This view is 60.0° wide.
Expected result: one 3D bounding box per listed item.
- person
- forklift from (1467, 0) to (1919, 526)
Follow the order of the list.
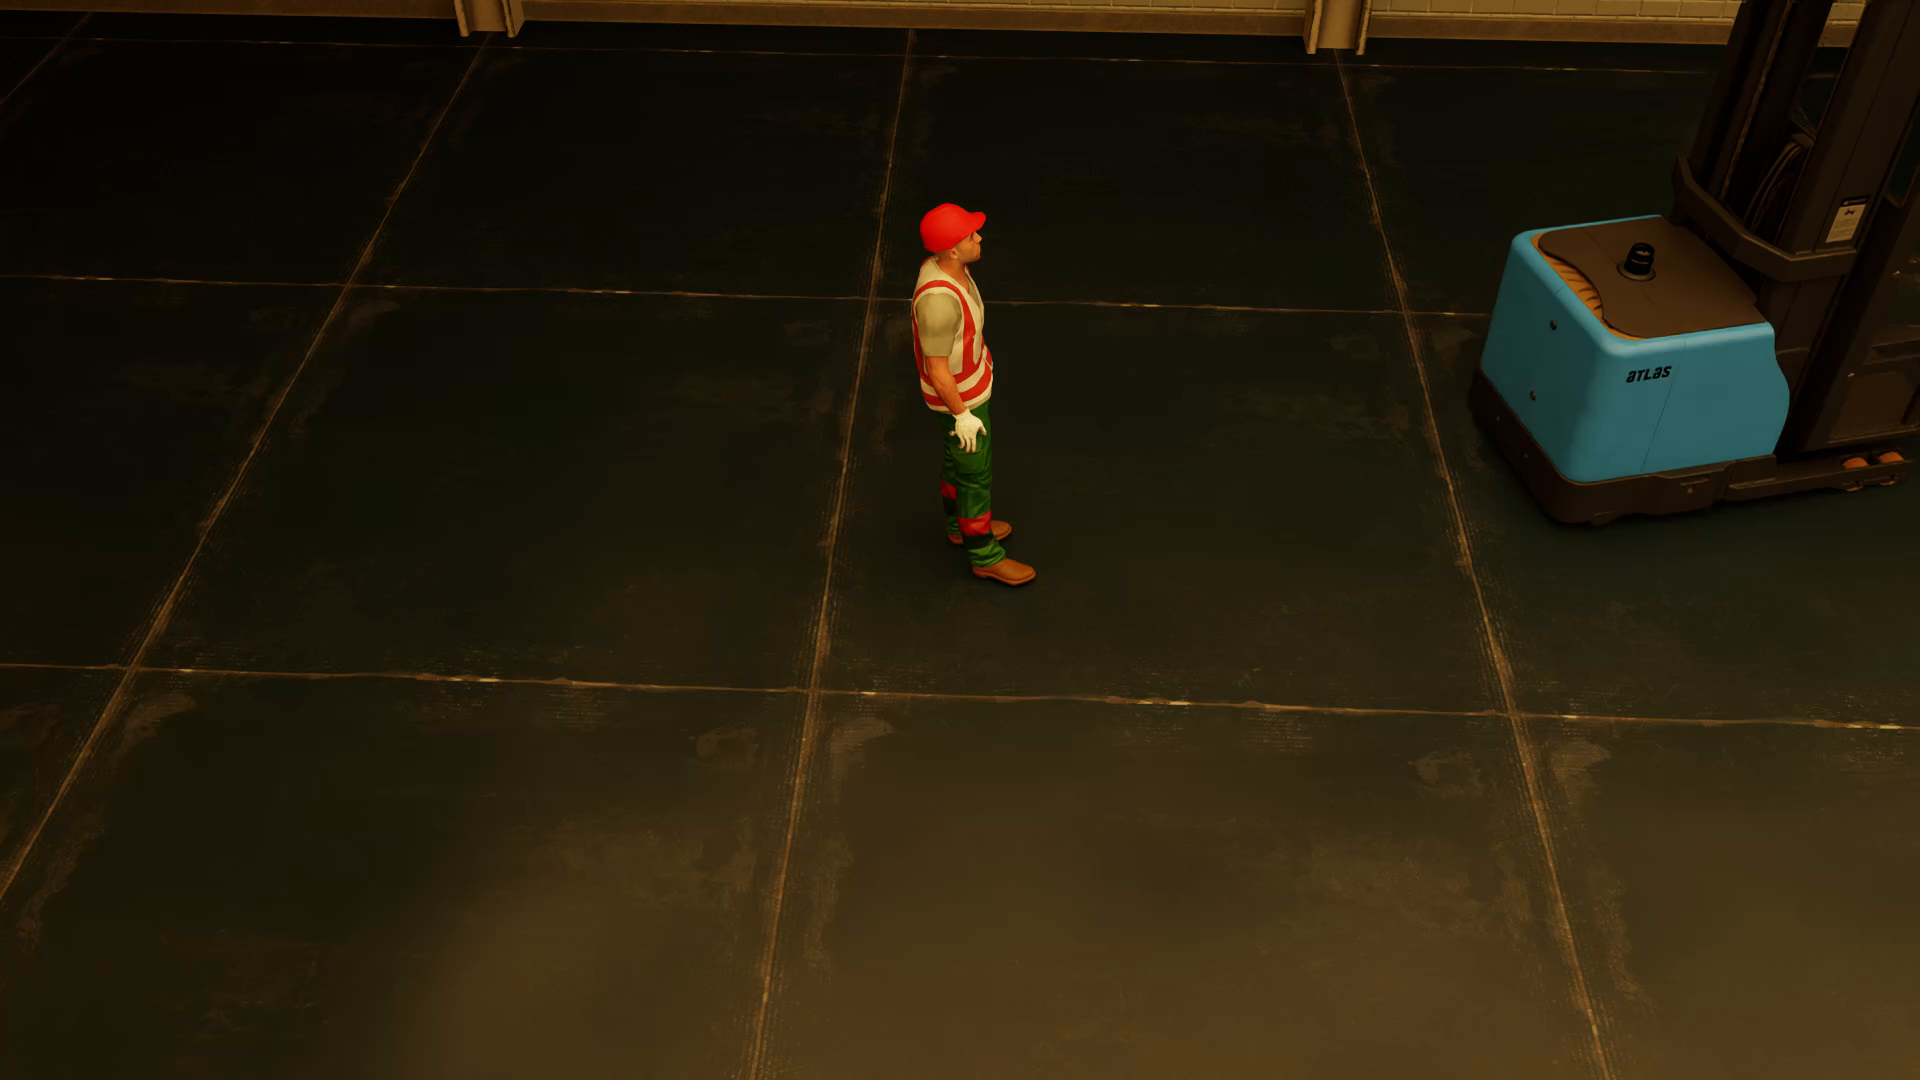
[{"bbox_3d":[0.079,-0.655,7.296,0.564,1.787,0.637,2,42,2],"label":"person"},{"bbox_3d":[4.190,-1.664,7.565,3.031,2.935,1.130,-9,43,-9],"label":"forklift"}]
